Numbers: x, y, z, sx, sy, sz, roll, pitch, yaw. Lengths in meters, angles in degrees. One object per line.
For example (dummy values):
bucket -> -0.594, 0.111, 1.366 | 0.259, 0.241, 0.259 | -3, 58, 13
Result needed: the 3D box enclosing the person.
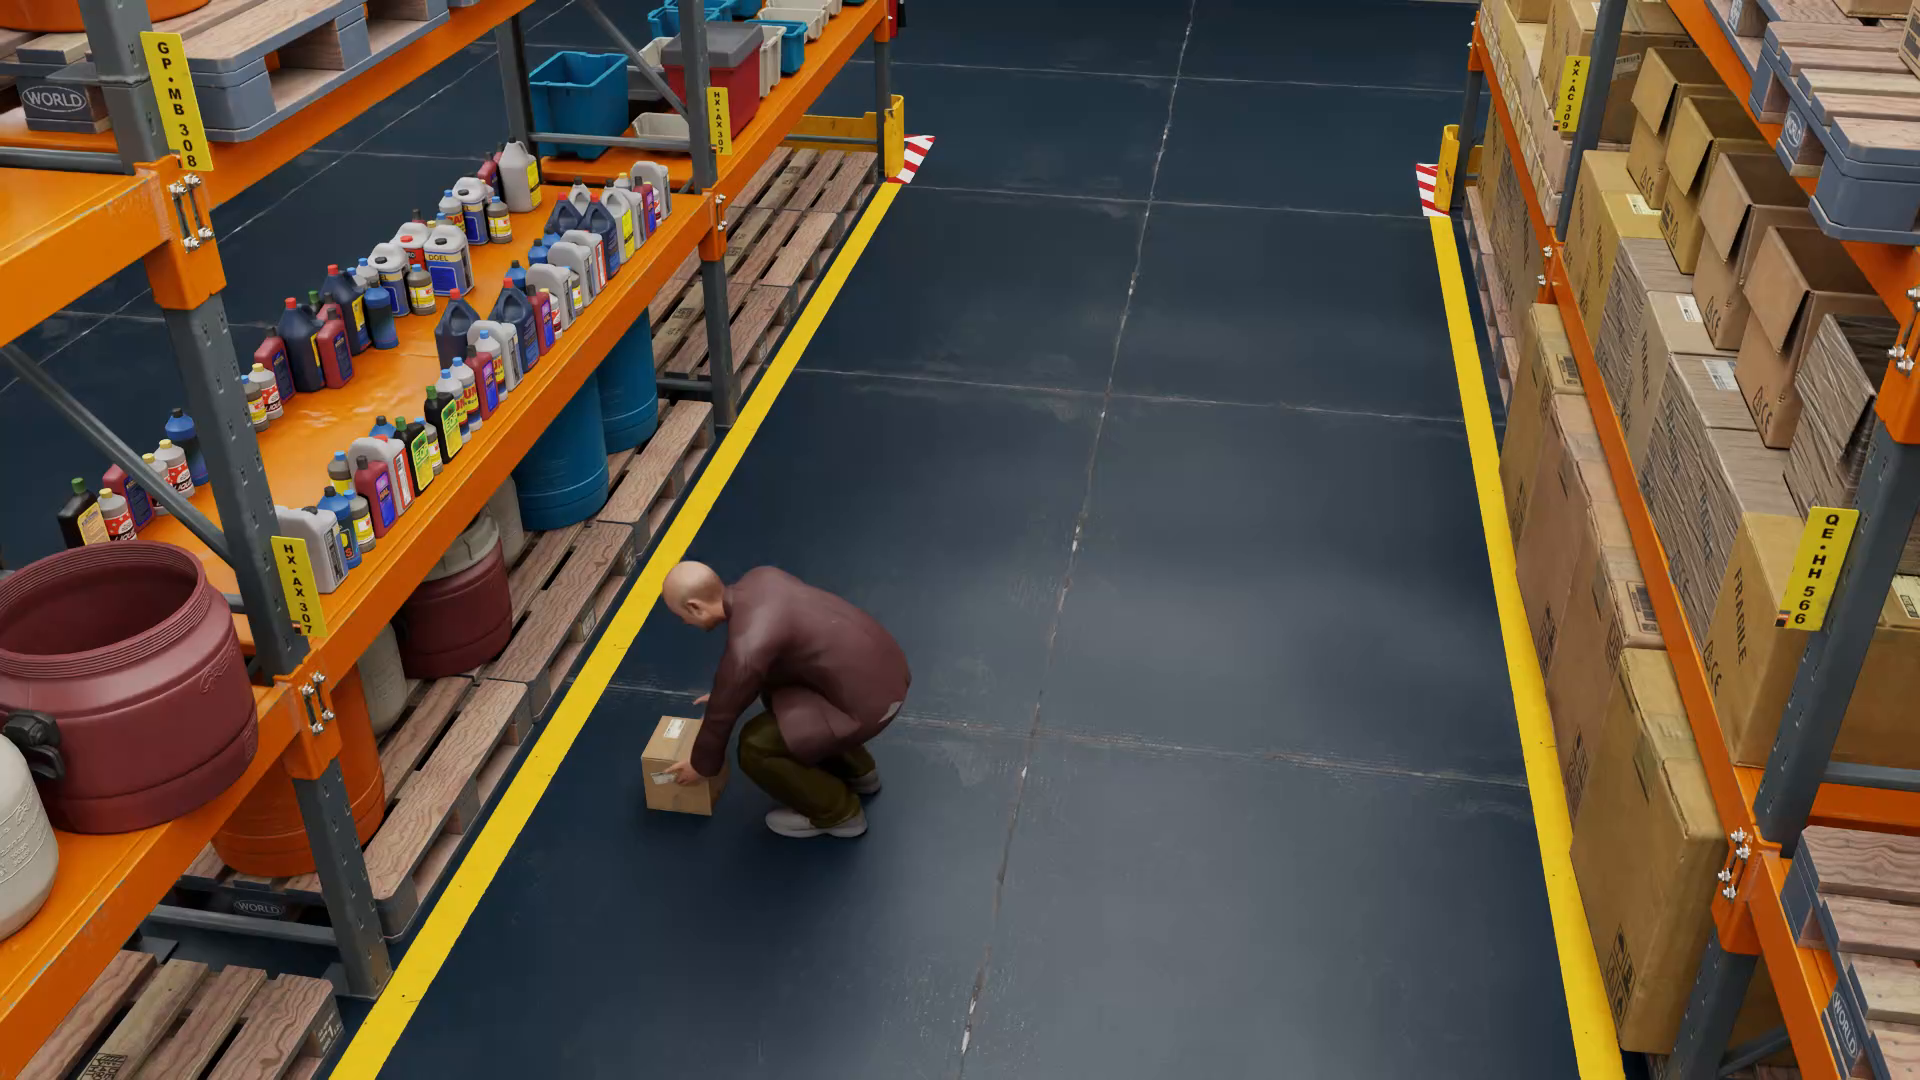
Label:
person -> -0.615, 0.547, 5.948 | 0.880, 1.066, 0.614 | 5, 32, 8
